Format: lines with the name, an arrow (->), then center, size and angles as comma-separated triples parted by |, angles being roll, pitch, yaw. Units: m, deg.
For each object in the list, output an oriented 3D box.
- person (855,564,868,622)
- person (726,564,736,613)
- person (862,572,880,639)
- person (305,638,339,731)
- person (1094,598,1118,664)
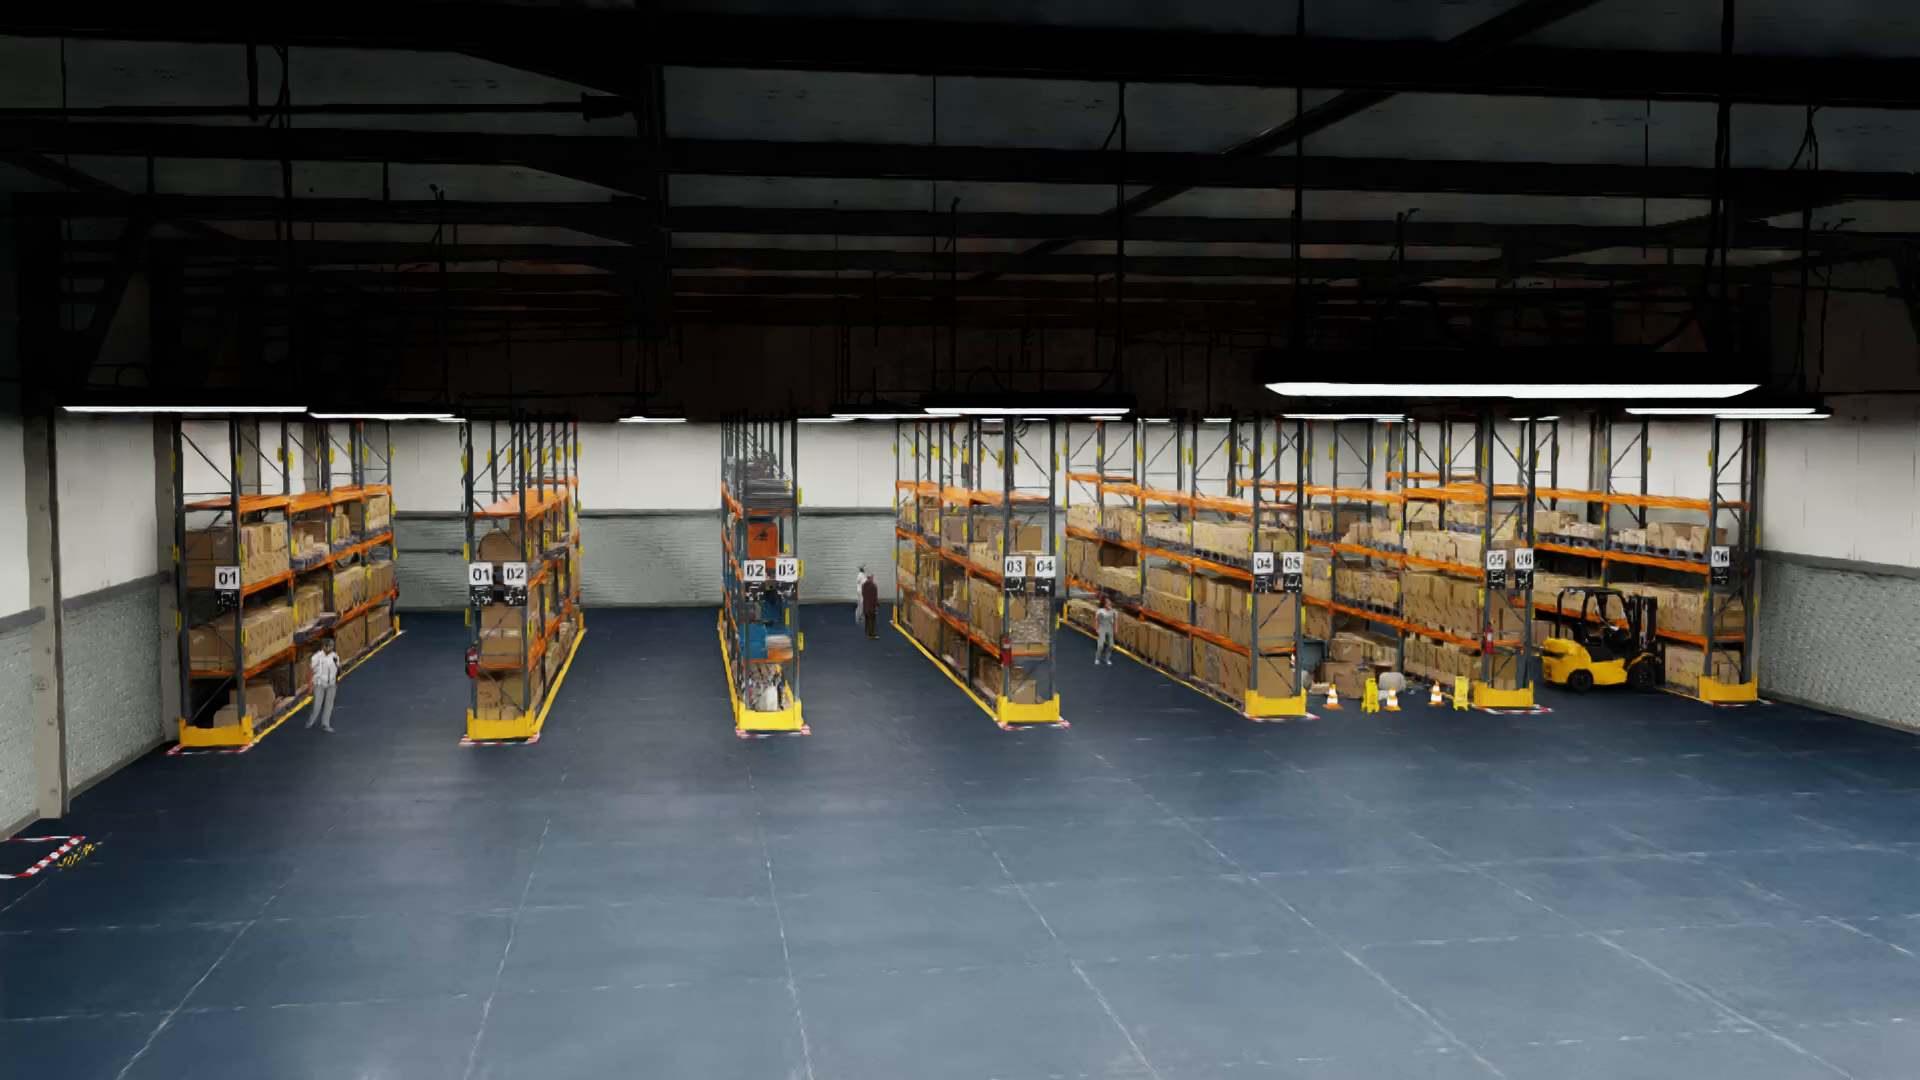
person -> -2.831, 1.533, 48.094 | 0.483, 1.665, 0.647 | -1, 4, -16
person -> -6.897, 1.340, 50.622 | 0.570, 1.722, 0.955 | 1, 4, 11
person -> -2.346, 1.733, 44.232 | 0.507, 1.785, 0.638 | -3, 5, -40
person -> -11.924, 2.683, 31.081 | 0.558, 1.753, 0.607 | 4, 6, 44
person -> 3.467, 2.162, 39.566 | 0.580, 1.619, 0.507 | -1, 4, -11
